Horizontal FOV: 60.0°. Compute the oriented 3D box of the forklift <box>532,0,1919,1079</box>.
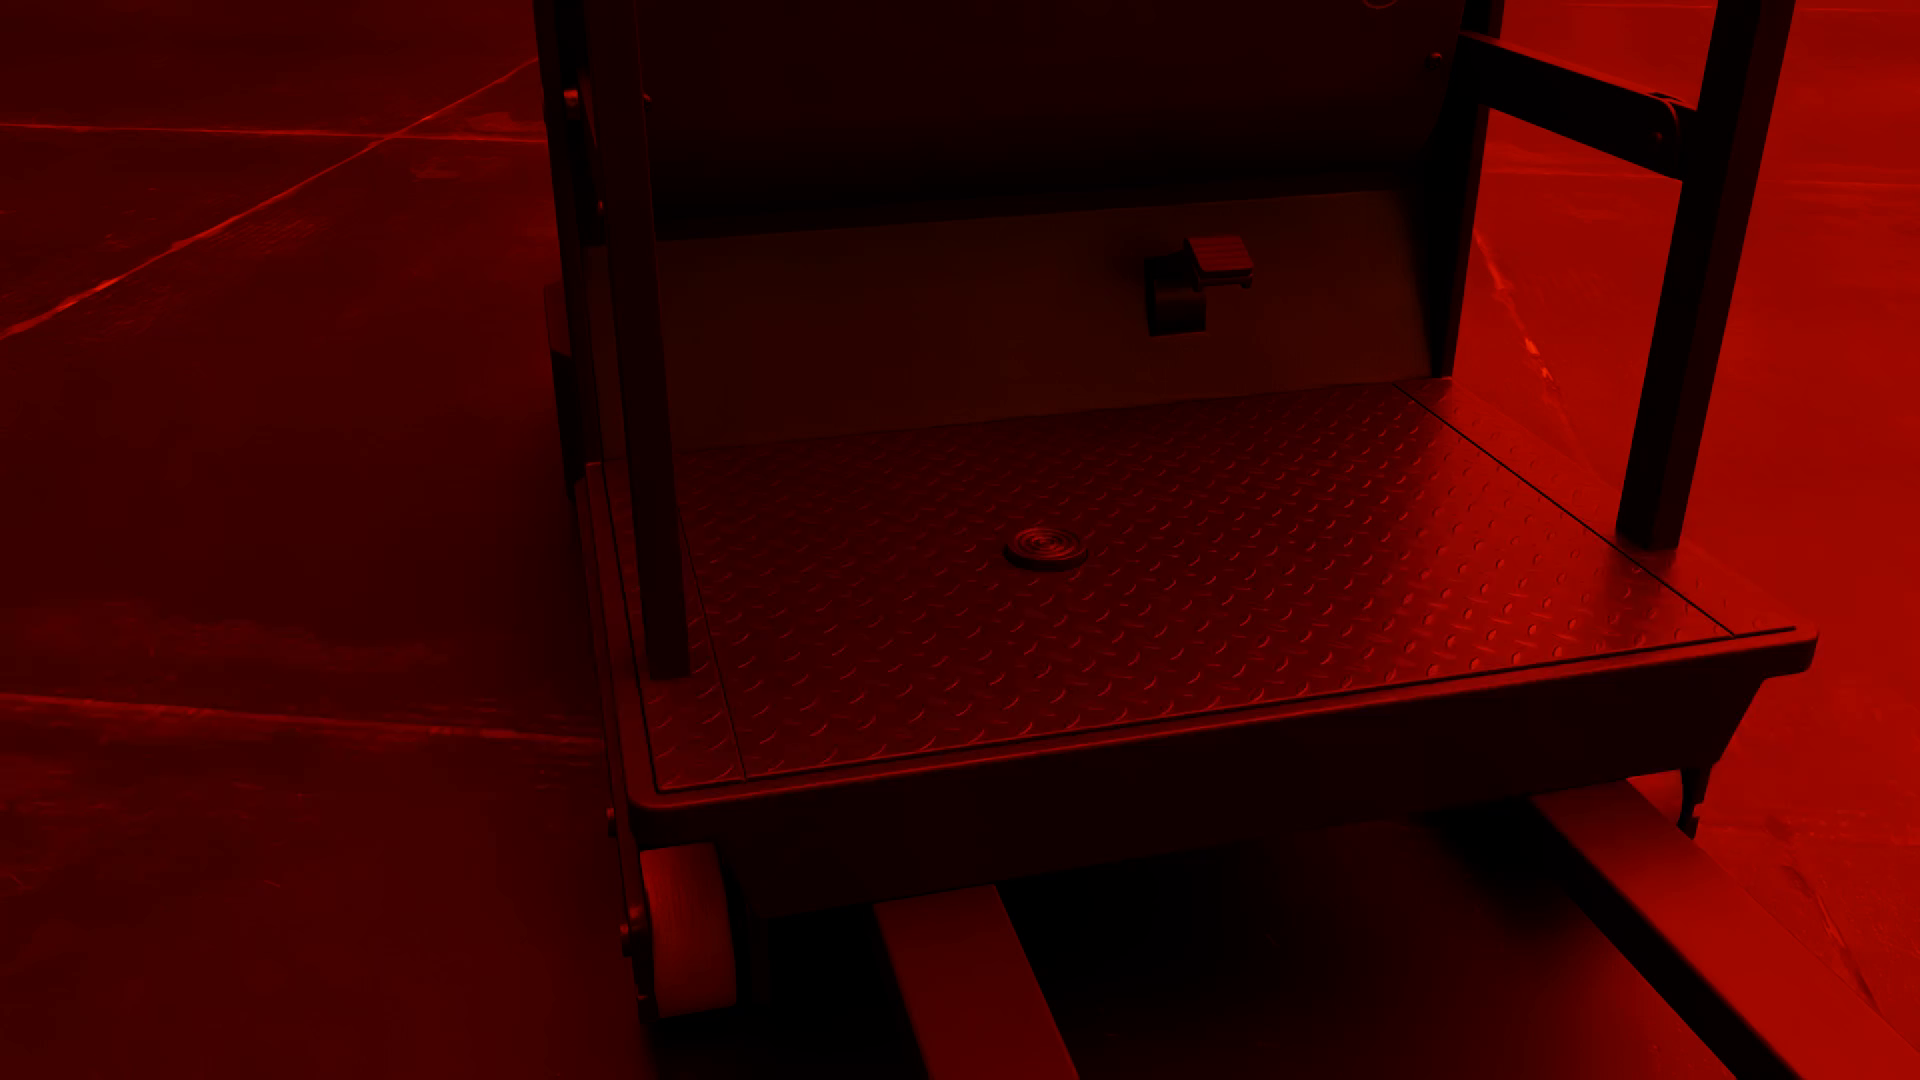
[{"bbox_3d":[0.153,-1.049,1.319,1.130,2.935,3.031,-7,27,-13],"label":"forklift"}]
